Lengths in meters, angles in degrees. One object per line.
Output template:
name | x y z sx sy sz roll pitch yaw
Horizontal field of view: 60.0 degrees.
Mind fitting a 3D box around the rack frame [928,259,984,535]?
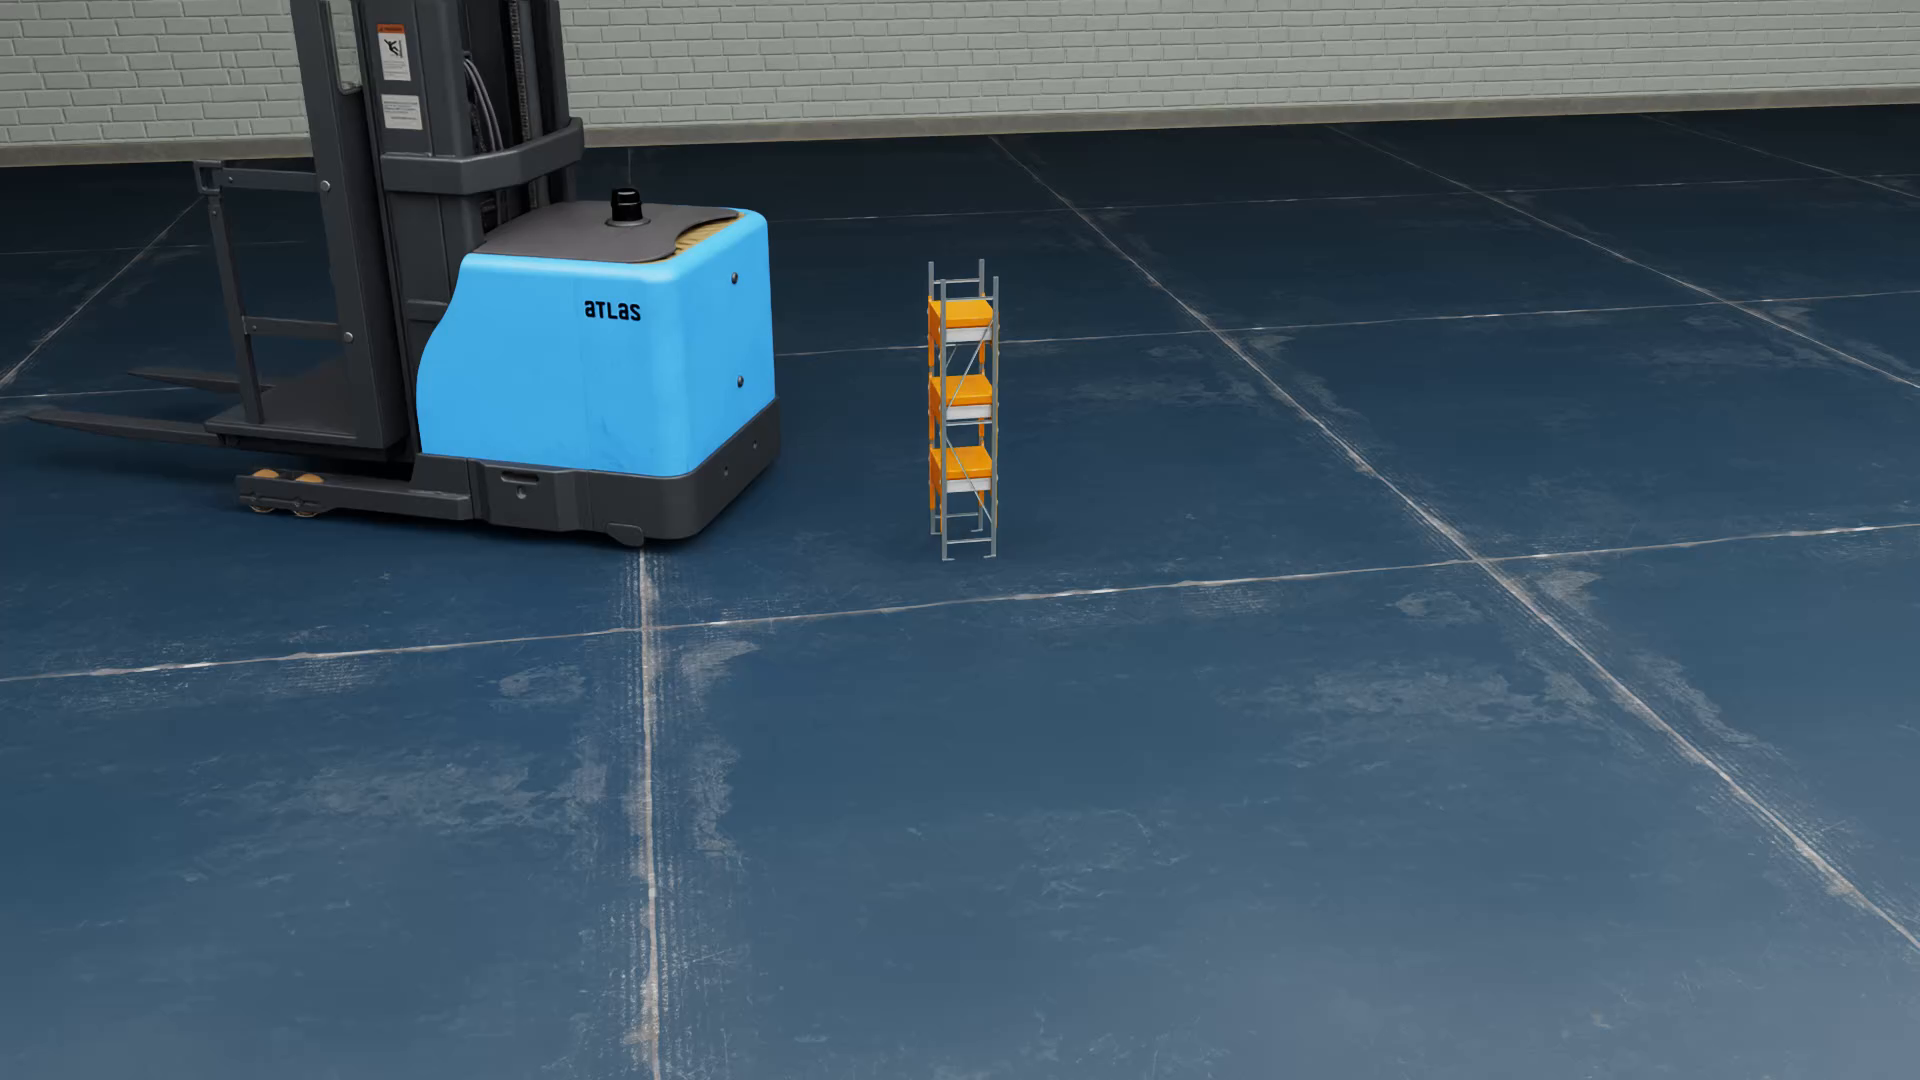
rack frame | -0.013 -0.508 6.102 0.200 1.050 0.008 -4 24 -10

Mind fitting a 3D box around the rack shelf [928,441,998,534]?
rack shelf | 0.010 -0.196 6.107 0.215 0.259 0.240 -4 24 -10

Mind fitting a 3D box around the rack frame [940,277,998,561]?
rack frame | 0.032 -0.412 5.882 0.200 1.050 0.008 -4 24 -10

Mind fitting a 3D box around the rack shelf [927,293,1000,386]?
rack shelf | 0.010 -0.710 5.882 0.215 0.259 0.240 -4 24 -10

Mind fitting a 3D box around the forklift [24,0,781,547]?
forklift | -2.317 -1.626 6.310 3.031 2.935 1.130 6 24 13

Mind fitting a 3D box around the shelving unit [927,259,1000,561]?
shelving unit | 0.010 -0.460 5.992 0.215 1.050 0.252 -4 24 -10

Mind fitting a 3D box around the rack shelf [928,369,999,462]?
rack shelf | 0.010 -0.450 5.996 0.215 0.259 0.240 -4 24 -10
